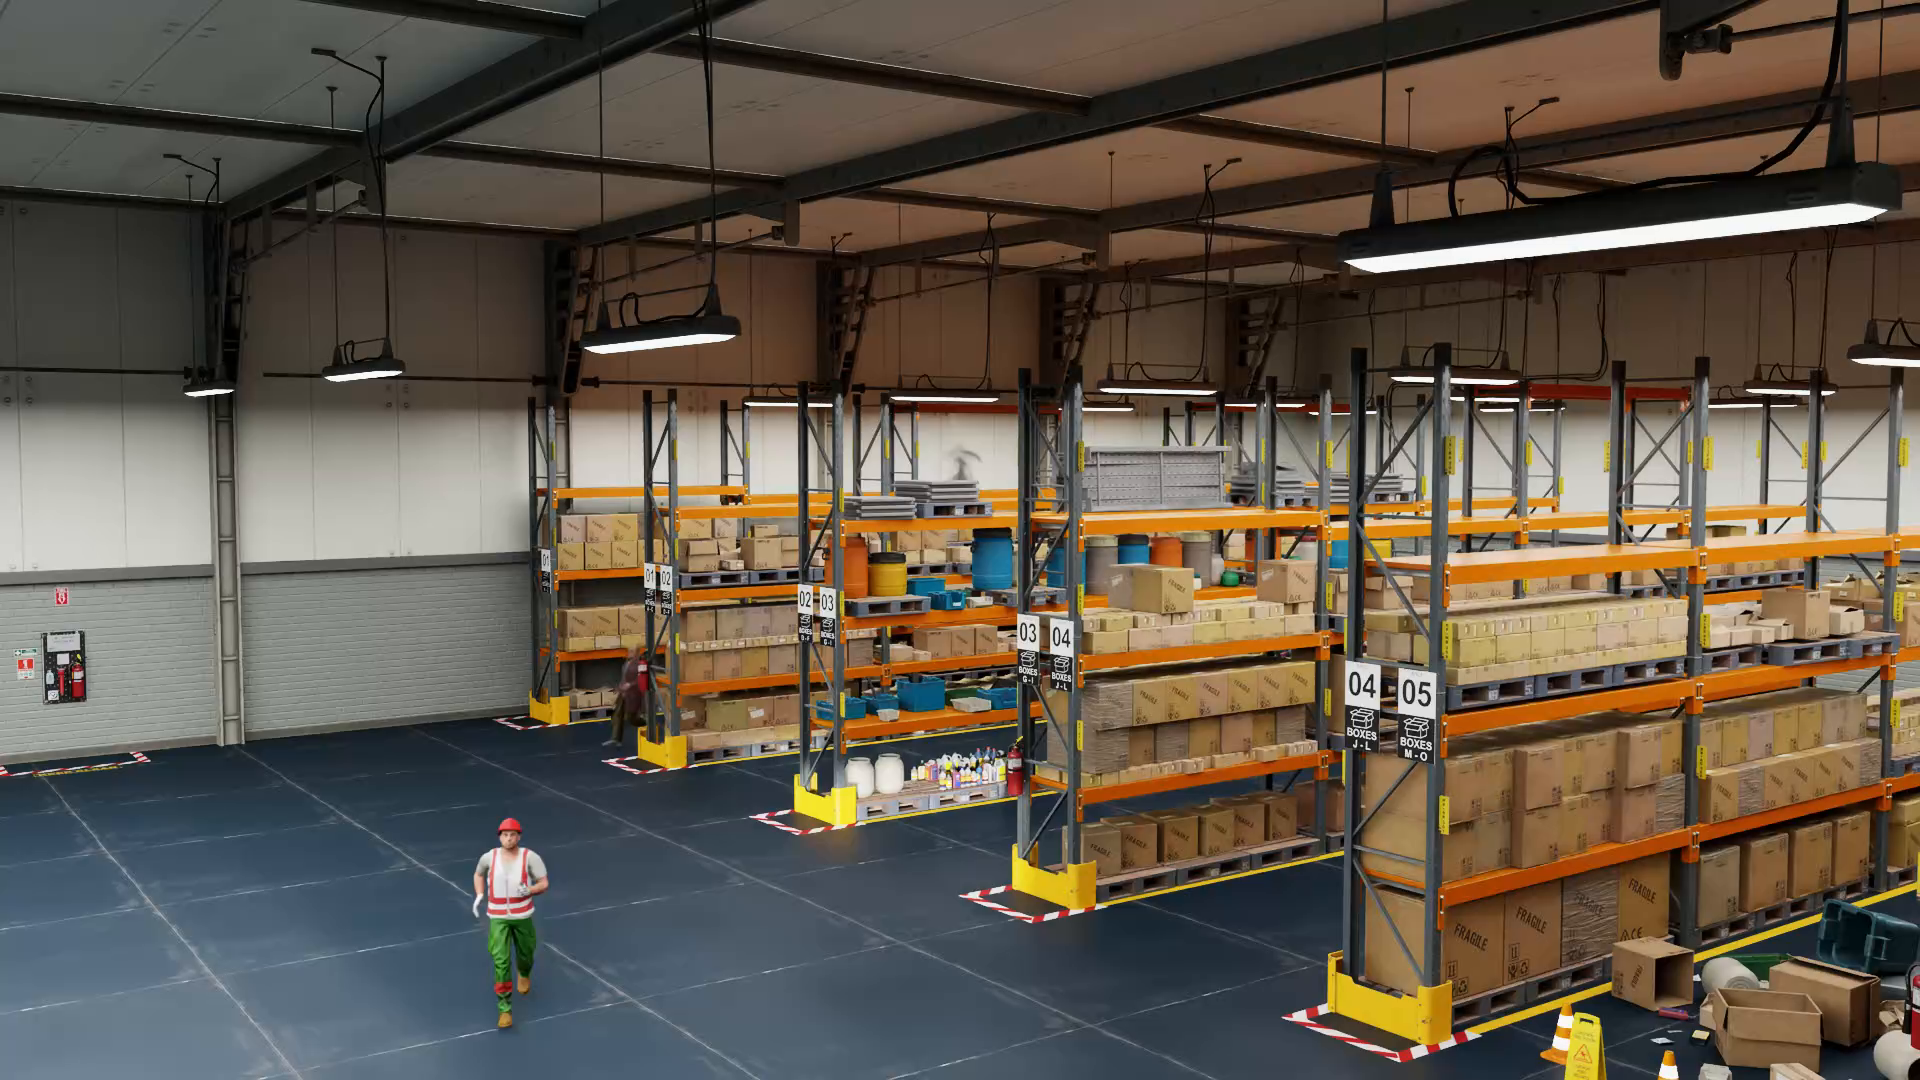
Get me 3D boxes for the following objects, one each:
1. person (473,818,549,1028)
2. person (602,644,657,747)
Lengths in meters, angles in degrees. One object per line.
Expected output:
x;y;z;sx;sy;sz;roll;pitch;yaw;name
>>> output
-4.031;3.377;14.929;0.665;1.768;0.981;-1;3;-12;person
-5.518;2.623;28.032;0.754;1.744;1.002;3;5;45;person
